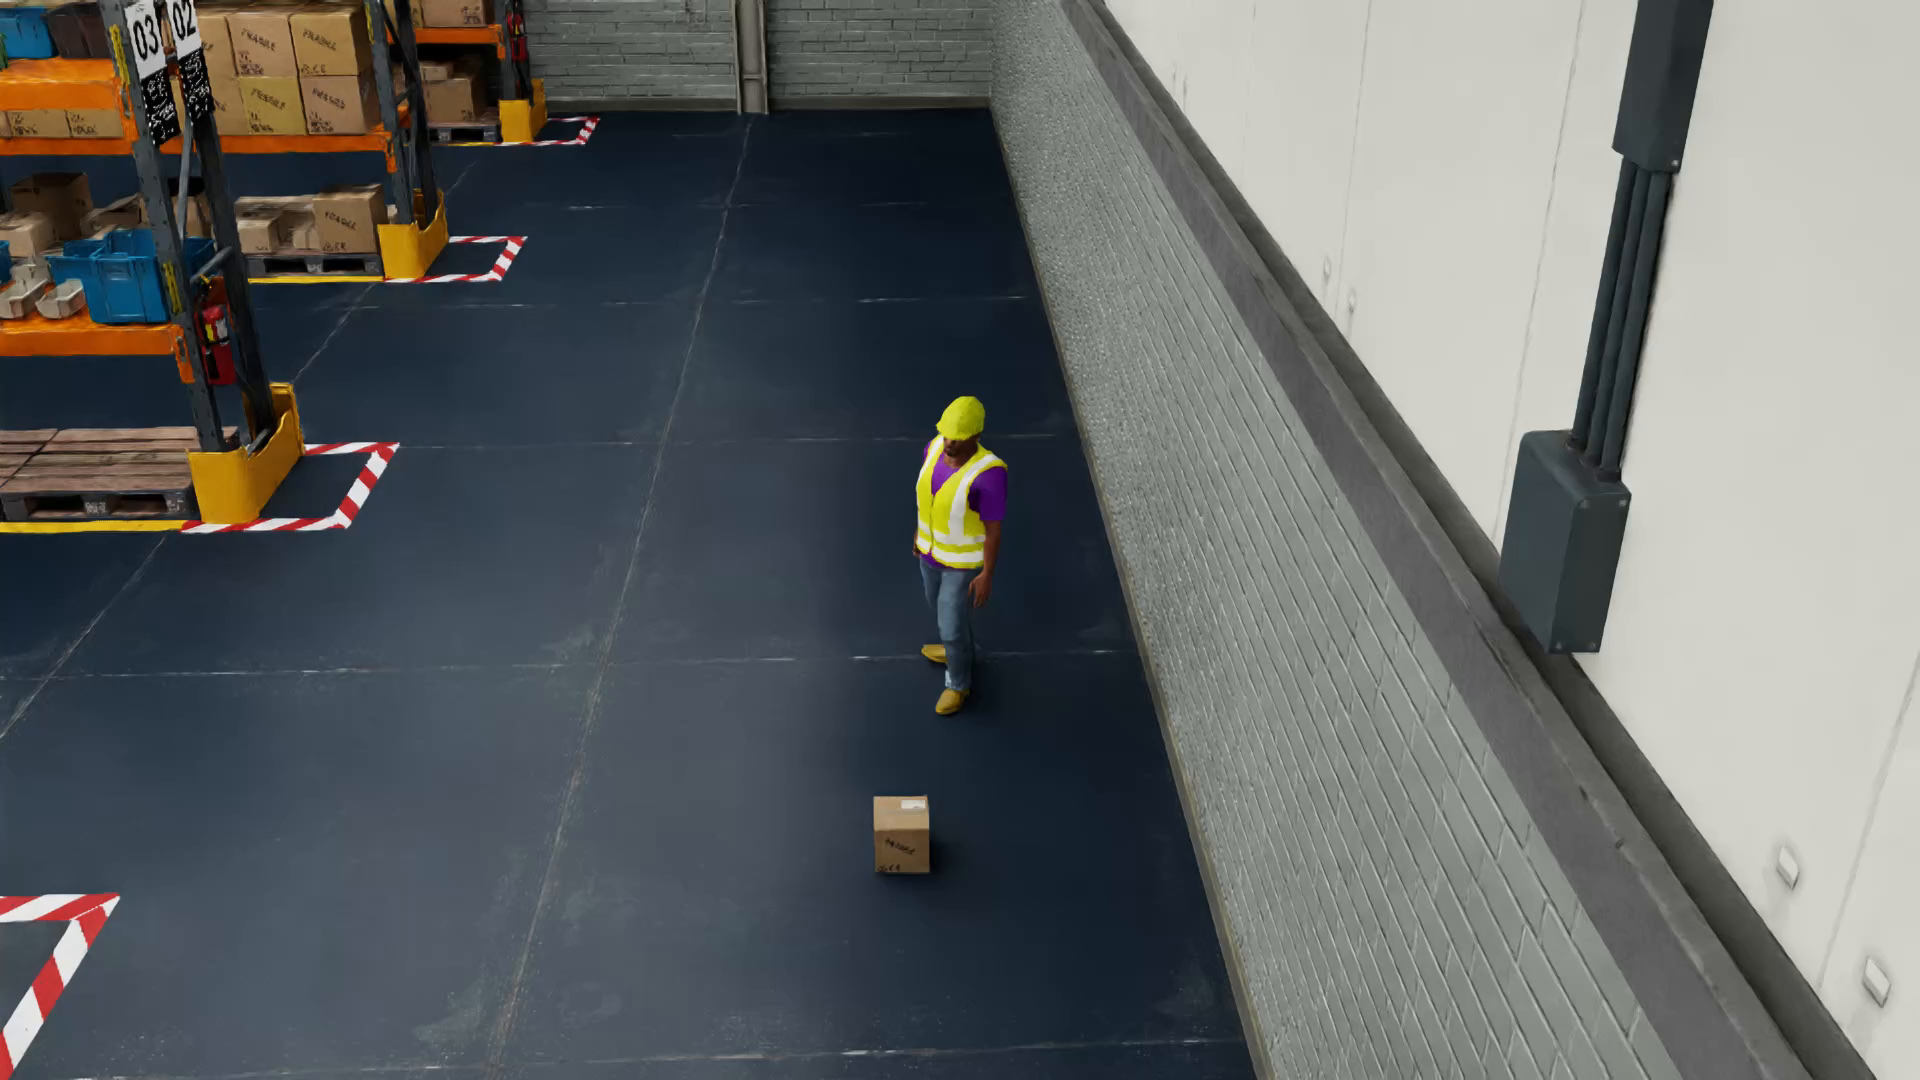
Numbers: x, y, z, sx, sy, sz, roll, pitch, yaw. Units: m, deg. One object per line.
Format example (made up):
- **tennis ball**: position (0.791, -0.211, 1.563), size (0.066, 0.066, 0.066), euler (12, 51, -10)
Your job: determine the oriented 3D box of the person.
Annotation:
- **person**: position (-0.023, 0.022, 8.568), size (0.508, 1.747, 0.716), euler (-21, 34, -34)
